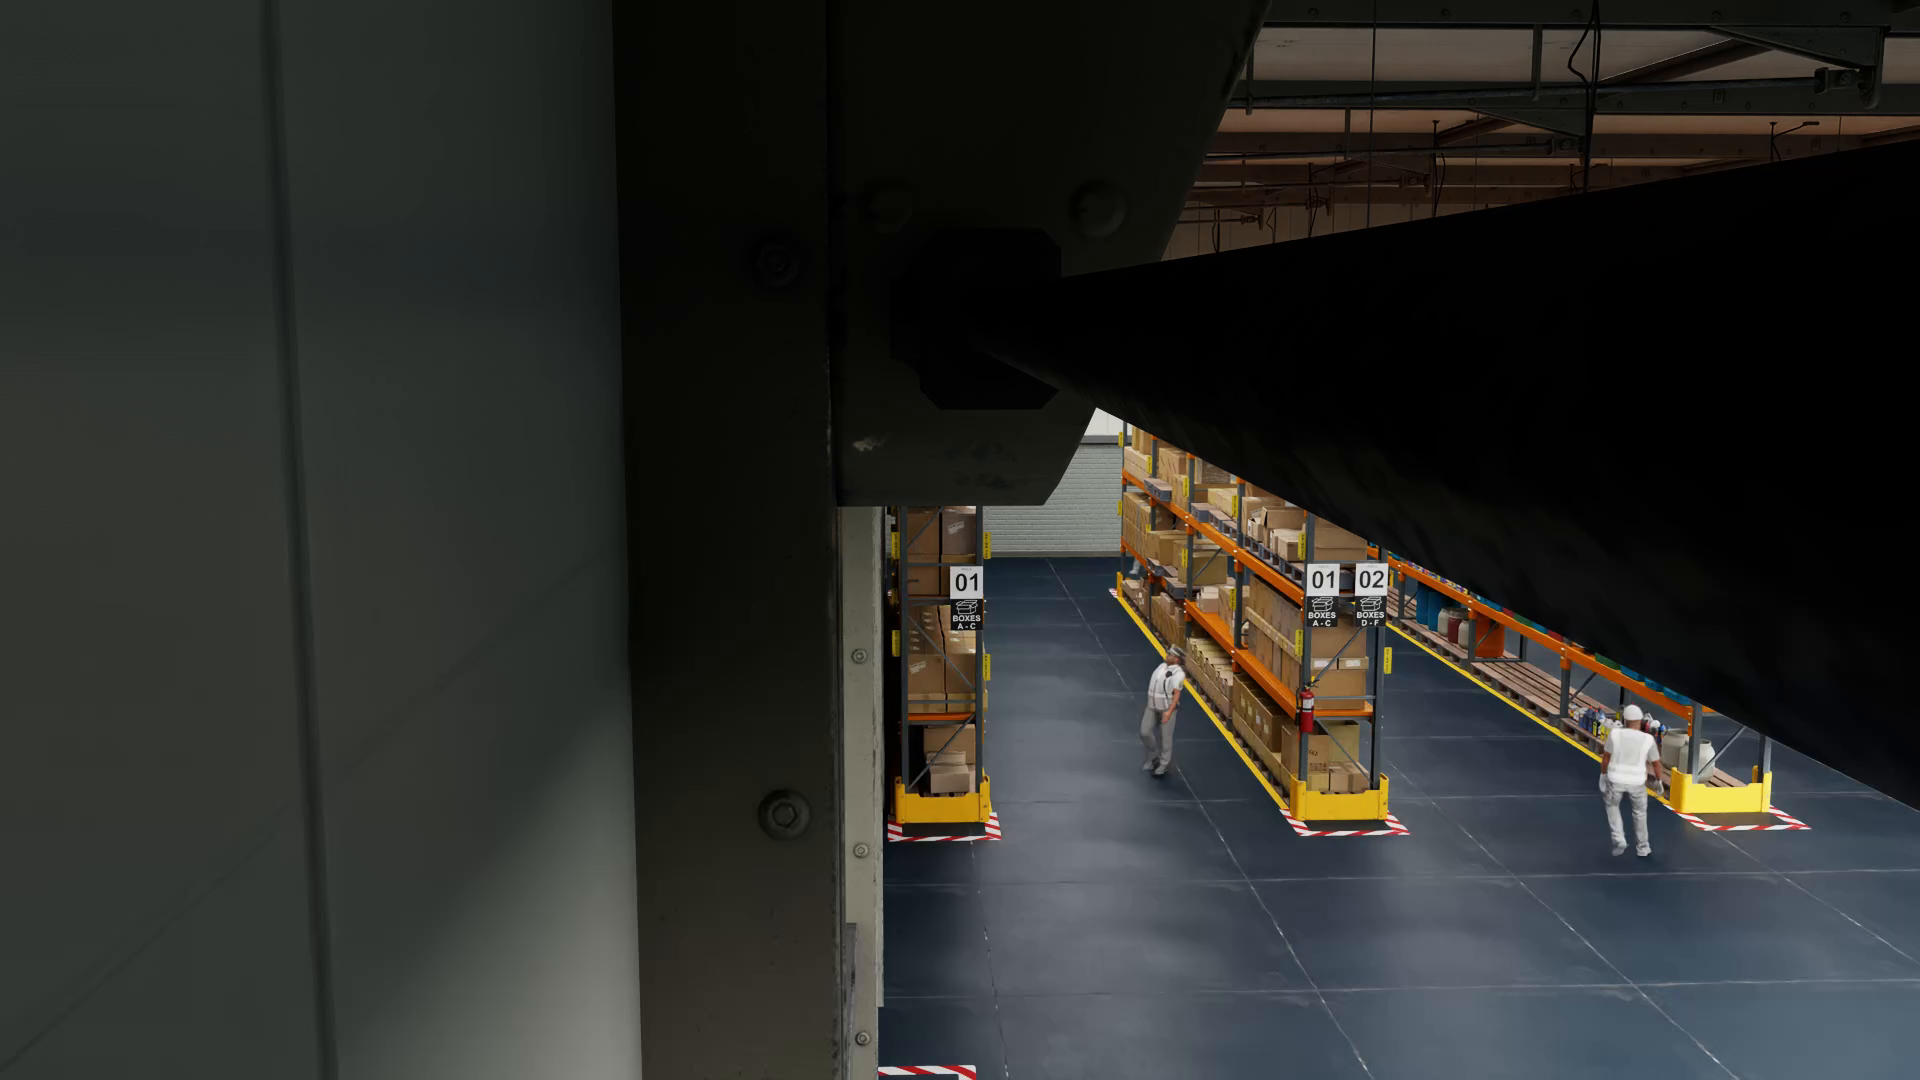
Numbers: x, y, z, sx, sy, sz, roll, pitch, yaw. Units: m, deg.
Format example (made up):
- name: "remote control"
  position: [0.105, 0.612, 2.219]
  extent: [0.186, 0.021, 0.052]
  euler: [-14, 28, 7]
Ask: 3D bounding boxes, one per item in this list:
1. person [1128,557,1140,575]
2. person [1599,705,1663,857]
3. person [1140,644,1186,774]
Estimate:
- name: "person"
  position: [4.366, -0.048, 39.238]
  extent: [0.582, 1.726, 1.032]
  euler: [5, 9, 31]
- name: "person"
  position: [7.722, 2.762, 19.121]
  extent: [0.682, 1.781, 0.591]
  euler: [4, 9, 25]
- name: "person"
  position: [2.777, 2.300, 22.695]
  extent: [0.588, 1.783, 0.583]
  euler: [6, 10, 38]
